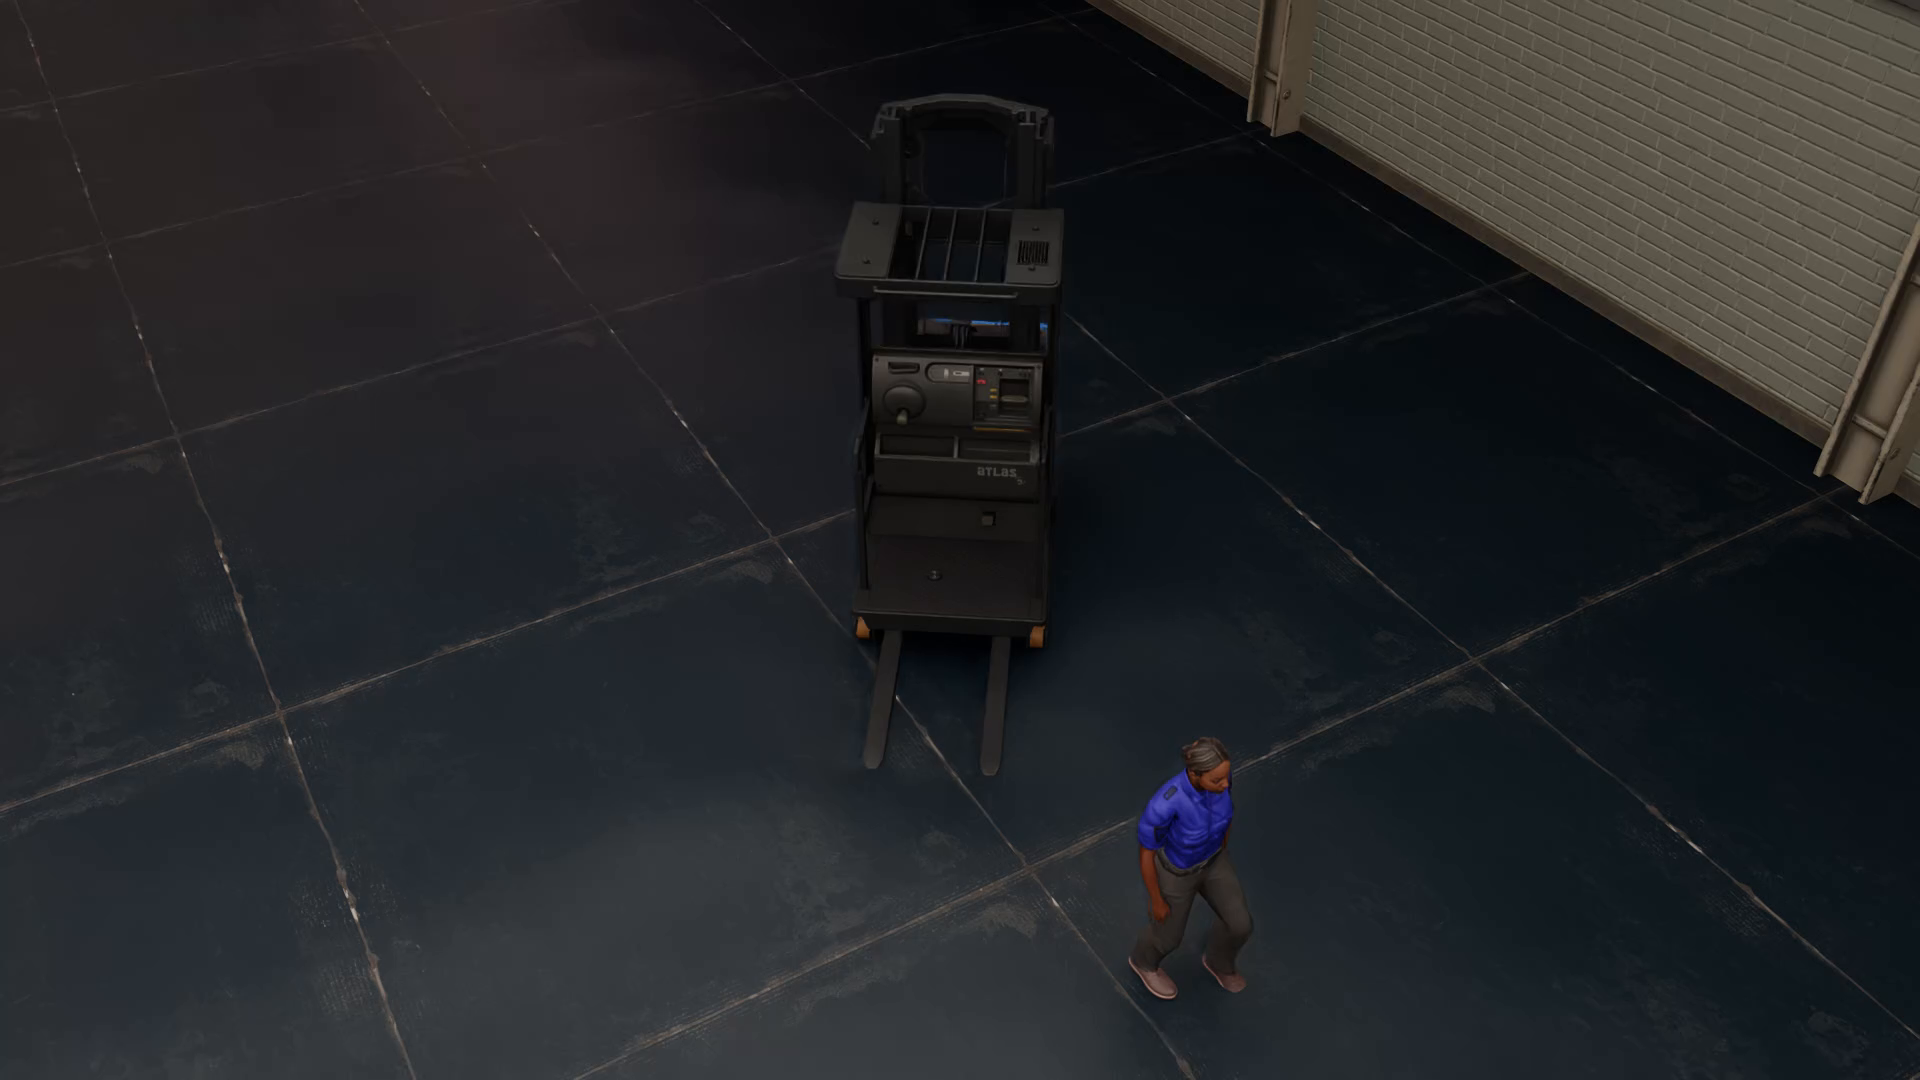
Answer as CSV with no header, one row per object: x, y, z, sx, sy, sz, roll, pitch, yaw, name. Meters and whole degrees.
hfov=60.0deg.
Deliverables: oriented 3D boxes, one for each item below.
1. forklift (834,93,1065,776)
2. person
-0.031,-0.729,8.915,1.130,2.935,3.031,3,40,4,forklift
1.025,1.484,7.317,0.552,1.705,0.484,-26,46,-28,person
